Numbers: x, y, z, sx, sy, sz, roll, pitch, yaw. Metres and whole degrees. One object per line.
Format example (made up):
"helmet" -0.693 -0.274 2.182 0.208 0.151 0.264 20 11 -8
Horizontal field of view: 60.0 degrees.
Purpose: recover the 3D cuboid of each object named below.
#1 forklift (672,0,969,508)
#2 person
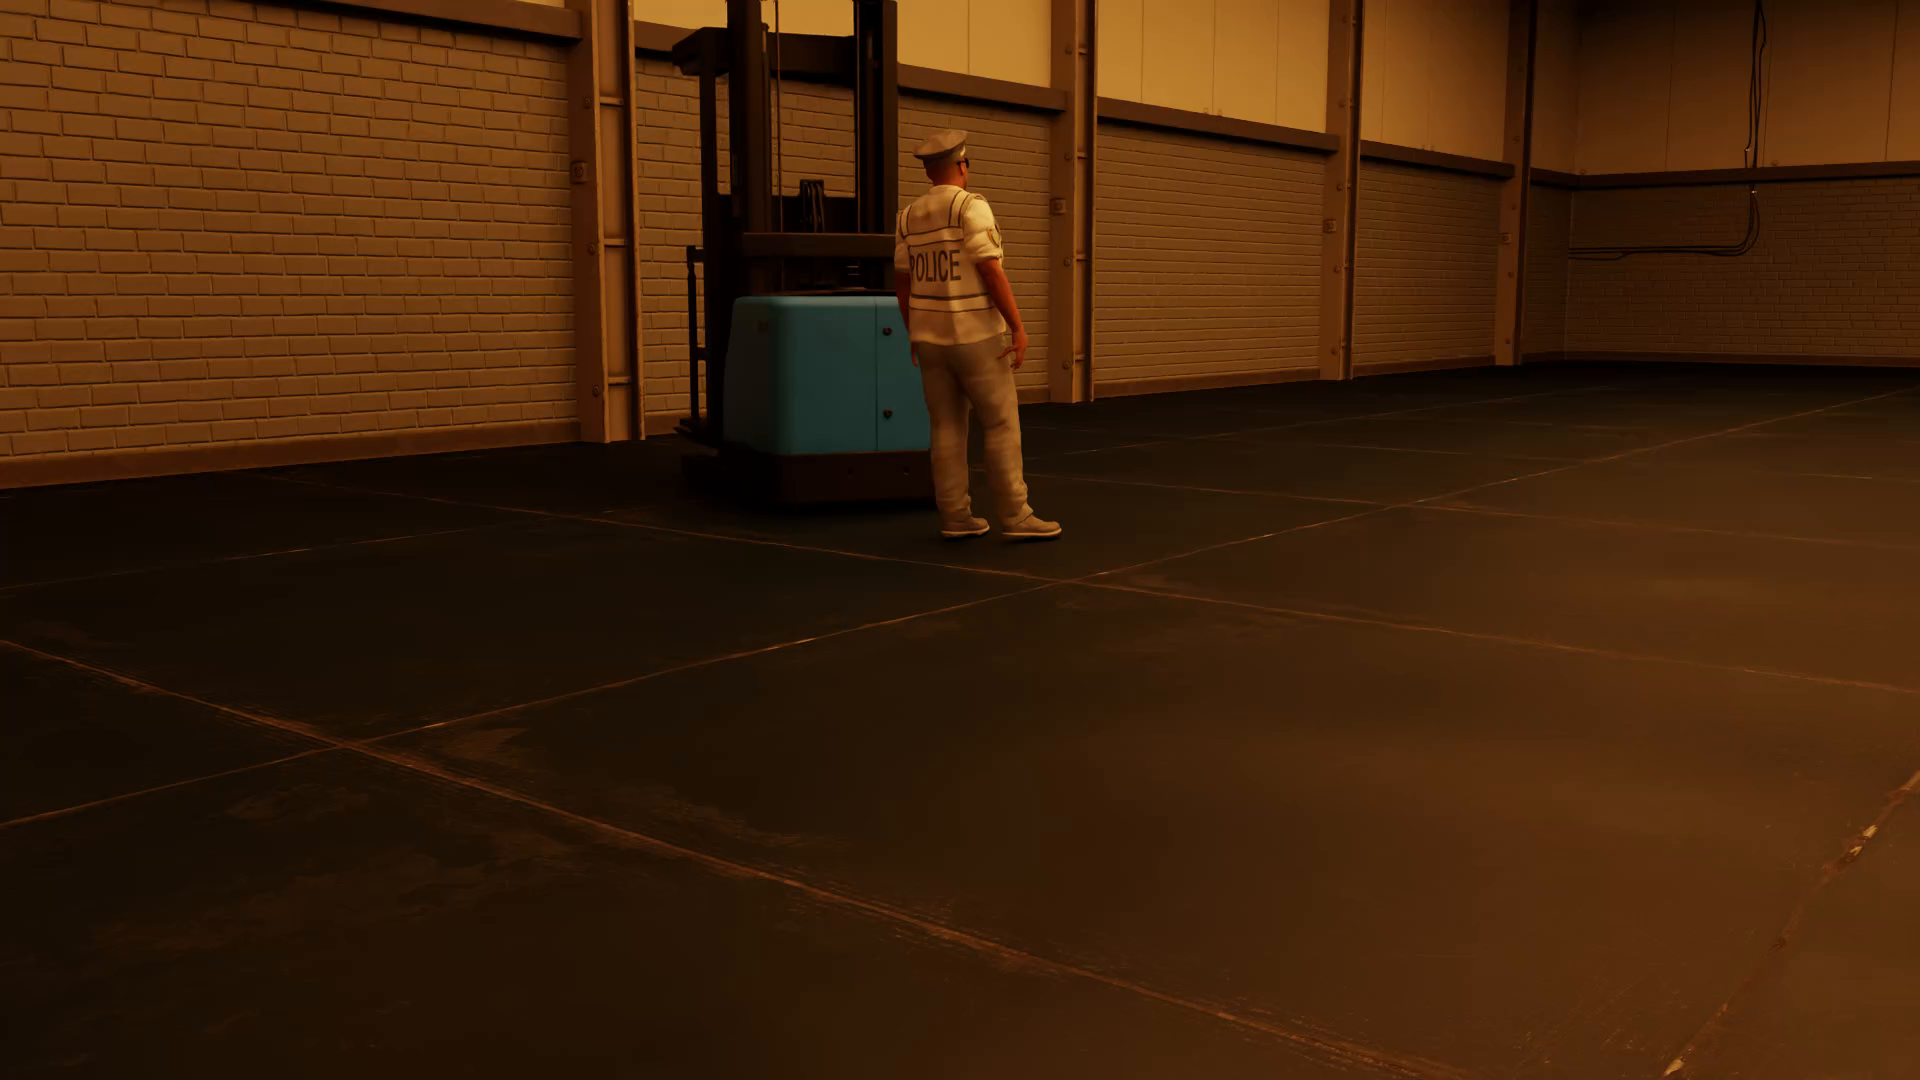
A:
"forklift" -0.985 -1.784 9.472 1.130 2.935 3.031 -3 9 -22
"person" 0.058 -0.897 7.328 0.642 1.782 0.573 7 11 38
